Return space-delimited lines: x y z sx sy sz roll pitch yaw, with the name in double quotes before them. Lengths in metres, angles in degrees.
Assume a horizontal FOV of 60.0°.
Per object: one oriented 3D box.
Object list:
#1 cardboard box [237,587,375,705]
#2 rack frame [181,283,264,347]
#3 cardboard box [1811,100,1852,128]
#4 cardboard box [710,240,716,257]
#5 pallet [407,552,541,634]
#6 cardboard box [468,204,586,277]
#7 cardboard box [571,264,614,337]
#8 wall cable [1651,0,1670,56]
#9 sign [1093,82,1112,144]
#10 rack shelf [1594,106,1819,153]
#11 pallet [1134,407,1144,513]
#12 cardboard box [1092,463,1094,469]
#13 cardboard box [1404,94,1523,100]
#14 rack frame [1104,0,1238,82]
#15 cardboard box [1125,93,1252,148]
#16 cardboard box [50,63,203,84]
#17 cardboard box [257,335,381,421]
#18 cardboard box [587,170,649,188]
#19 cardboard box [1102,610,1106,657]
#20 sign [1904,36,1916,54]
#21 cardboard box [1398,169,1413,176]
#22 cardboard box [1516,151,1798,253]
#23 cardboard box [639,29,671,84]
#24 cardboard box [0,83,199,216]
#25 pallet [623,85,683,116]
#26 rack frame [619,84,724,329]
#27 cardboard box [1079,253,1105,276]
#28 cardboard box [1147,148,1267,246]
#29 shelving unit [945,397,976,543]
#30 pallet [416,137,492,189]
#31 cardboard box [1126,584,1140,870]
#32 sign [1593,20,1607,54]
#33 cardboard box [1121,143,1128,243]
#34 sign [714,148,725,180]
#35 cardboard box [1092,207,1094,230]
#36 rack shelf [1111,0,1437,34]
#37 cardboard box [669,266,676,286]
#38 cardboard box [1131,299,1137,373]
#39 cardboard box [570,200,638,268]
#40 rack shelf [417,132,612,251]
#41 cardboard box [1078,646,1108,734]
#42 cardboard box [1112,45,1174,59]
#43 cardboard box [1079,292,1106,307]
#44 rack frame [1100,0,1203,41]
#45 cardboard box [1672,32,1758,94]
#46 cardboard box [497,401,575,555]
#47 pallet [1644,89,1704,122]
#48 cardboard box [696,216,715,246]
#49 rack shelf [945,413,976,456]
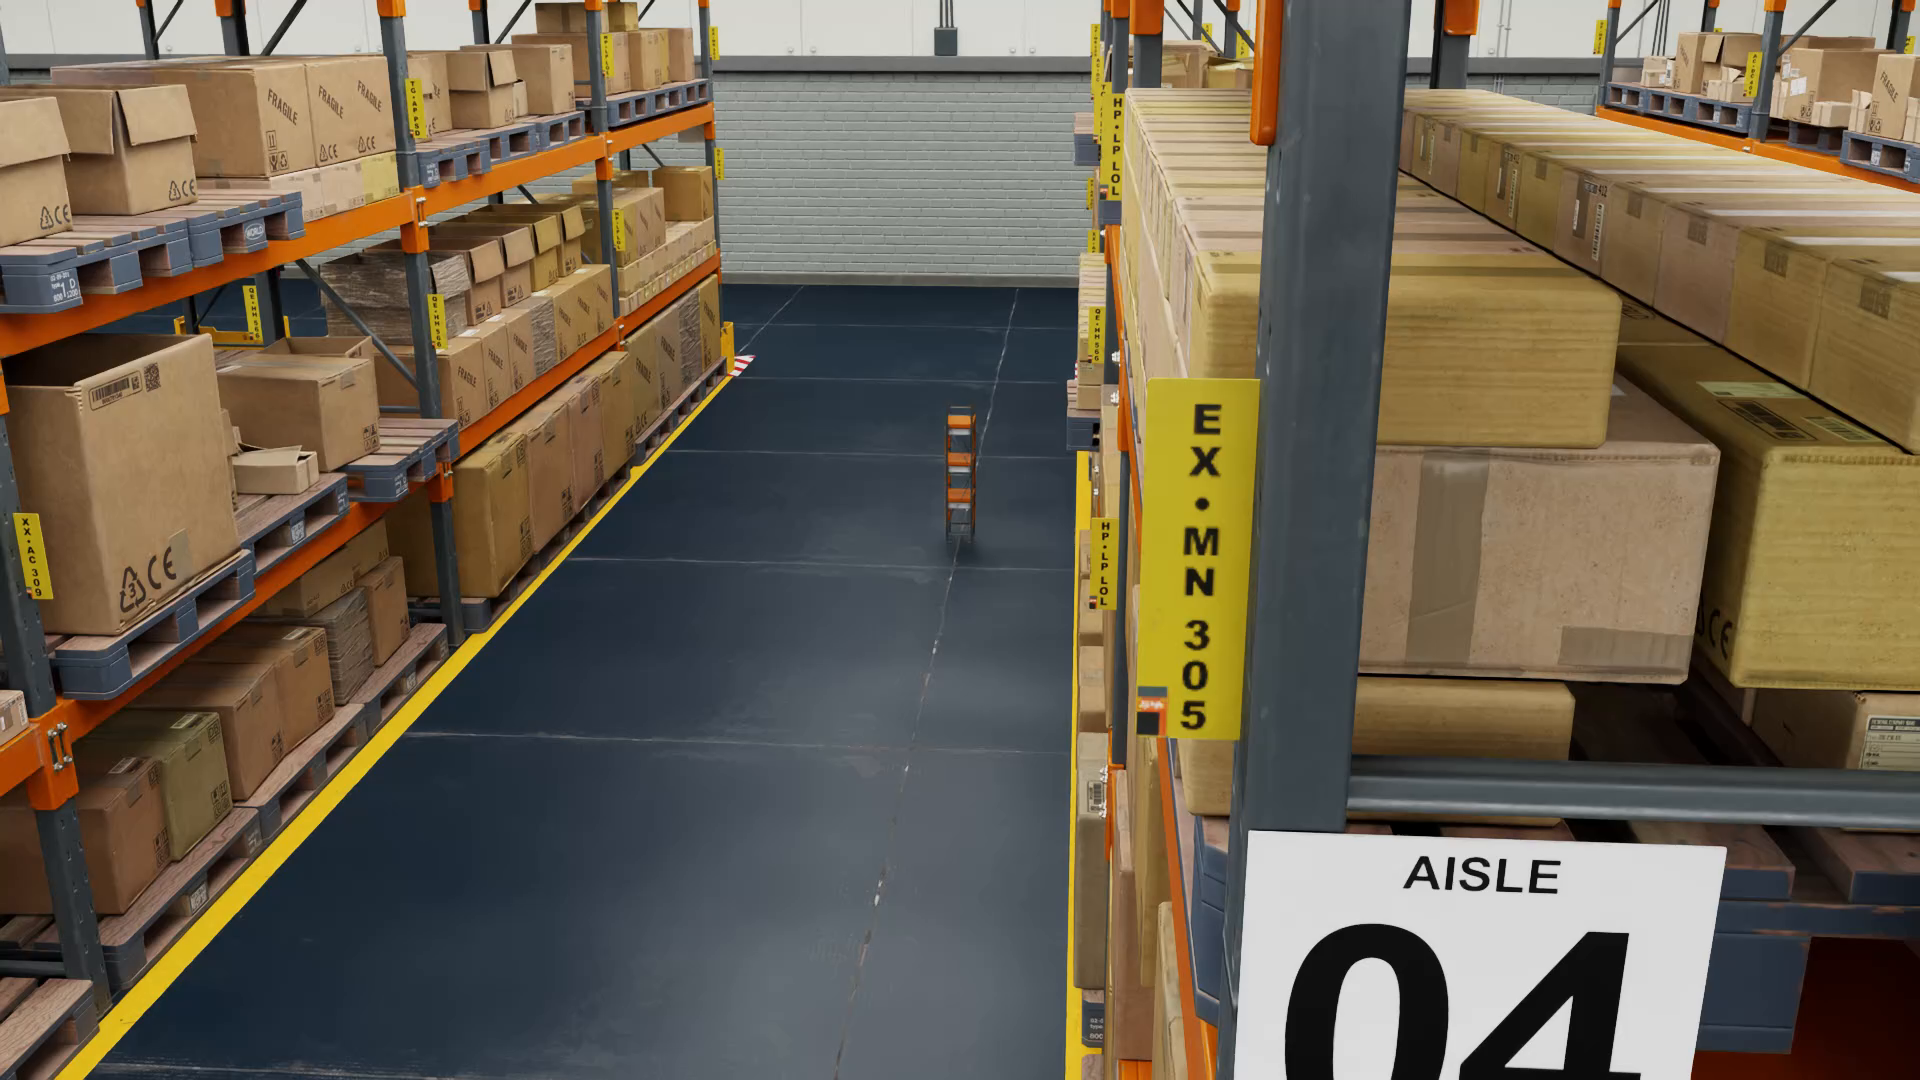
"cardboard box" -3.676 0.579 9.146 0.700 0.500 0.500 0 18 -1
"rack frame" -7.987 -3.376 17.908 1.000 3.000 0.127 1 18 4
"cardboard box" 6.111 -2.931 11.433 0.380 0.166 0.250 0 18 0
"cardboard box" -2.744 -3.028 17.250 0.380 0.149 0.250 2 18 5
"pallet" -3.489 0.301 11.164 1.003 0.211 1.213 1 18 4
"cardboard box" -3.371 -2.349 13.002 0.797 0.503 0.637 1 18 2
"cardboard box" -3.095 -1.919 13.302 0.500 0.500 0.500 1 18 4
"wall cable" 10.490 -7.594 21.087 2.988 3.039 0.133 1 18 4
"sign" 0.778 -2.322 9.046 0.100 0.325 0.005 1 18 4
"rack shelf" 6.694 -3.506 14.645 1.077 0.370 4.000 1 18 4
"pallet" 0.873 -0.148 3.382 1.003 0.211 1.213 1 18 4
"cardboard box" 1.252 -0.505 12.486 0.500 0.500 0.500 2 18 6
"cardboard box" 1.306 -1.129 4.522 0.380 0.149 0.250 1 18 4
"rack frame" 1.606 -4.732 12.412 1.000 3.000 0.127 1 18 4
"cardboard box" 0.650 -1.143 4.566 0.380 0.149 0.250 1 18 3
"cardboard box" -3.980 -2.037 8.042 0.500 0.500 0.500 1 18 2
"cardboard box" -3.619 -0.859 9.393 0.500 0.500 0.500 -1 18 -3
"cardboard box" -3.387 -3.393 16.521 0.500 0.500 0.500 1 18 3
"cardboard box" 0.840 0.231 6.739 0.500 0.500 0.500 1 18 3
"sign" 7.093 -3.613 12.480 0.100 0.325 0.005 1 18 4
"cardboard box" 1.217 -0.823 4.229 0.500 0.250 0.500 1 18 4
"cardboard box" 1.179 -0.577 2.838 0.380 0.149 0.250 1 18 3
"cardboard box" -3.192 -4.651 15.986 0.700 0.500 0.500 1 18 2
"cardboard box" -3.708 -1.649 6.980 0.797 0.503 0.637 2 18 6
"pallet" -3.175 -4.038 15.254 1.003 0.211 1.213 1 18 4
"rack frame" -3.047 -3.265 17.571 1.000 3.000 0.127 1 18 4
"cardboard box" 1.119 -2.132 12.885 0.380 0.149 0.250 2 18 7
"cardboard box" 0.523 -0.593 2.886 0.380 0.149 0.250 1 18 3
"shelving unit" 0.004 -0.516 12.310 0.215 1.050 0.252 1 18 4
"pallet" -3.627 -2.317 10.164 1.213 0.211 1.003 2 18 6
"cardboard box" 0.873 0.471 4.193 0.875 0.550 0.550 1 18 4
"sign" 6.284 -4.937 16.324 0.100 0.325 0.005 1 18 4
"cardboard box" 0.718 -0.993 4.748 0.500 0.250 0.500 1 18 4
"sign" -2.507 -3.912 17.304 0.100 0.325 0.005 1 18 4
"cardboard box" 1.585 -3.179 16.669 0.500 0.500 0.500 2 18 7
"rack shelf" 1.176 -2.336 6.899 1.077 0.370 4.000 1 18 4
"cardboard box" -2.871 -2.472 15.554 0.380 0.149 0.250 1 18 2
"cardboard box" 0.578 -0.448 3.725 0.380 0.149 0.250 1 18 4
"cardboard box" -3.045 -2.592 14.076 0.500 0.500 0.500 1 18 4
"rack shelf" -3.477 -2.485 11.529 1.077 0.370 4.000 1 18 4
"cardboard box" 1.060 0.979 7.557 1.050 0.750 0.750 1 18 4
"cardboard box" 1.161 -3.007 10.574 0.396 0.266 0.258 1 18 4
"cardboard box" 0.992 -1.565 11.157 0.380 0.149 0.250 2 18 7
"rack frame" 1.893 -5.974 16.203 1.000 3.000 0.127 1 18 4
"cardboard box" 6.543 -4.141 14.432 0.500 0.500 0.500 2 18 5
"cardboard box" -3.479 -0.461 11.751 1.225 0.875 0.875 1 18 4
"pallet" 6.710 -3.817 14.579 1.003 0.211 1.213 1 18 4
"cardboard box" -2.817 -3.179 17.070 0.500 0.250 0.500 1 18 3
"rack shelf" 0.004 -0.775 12.225 0.215 0.259 0.240 1 18 4
